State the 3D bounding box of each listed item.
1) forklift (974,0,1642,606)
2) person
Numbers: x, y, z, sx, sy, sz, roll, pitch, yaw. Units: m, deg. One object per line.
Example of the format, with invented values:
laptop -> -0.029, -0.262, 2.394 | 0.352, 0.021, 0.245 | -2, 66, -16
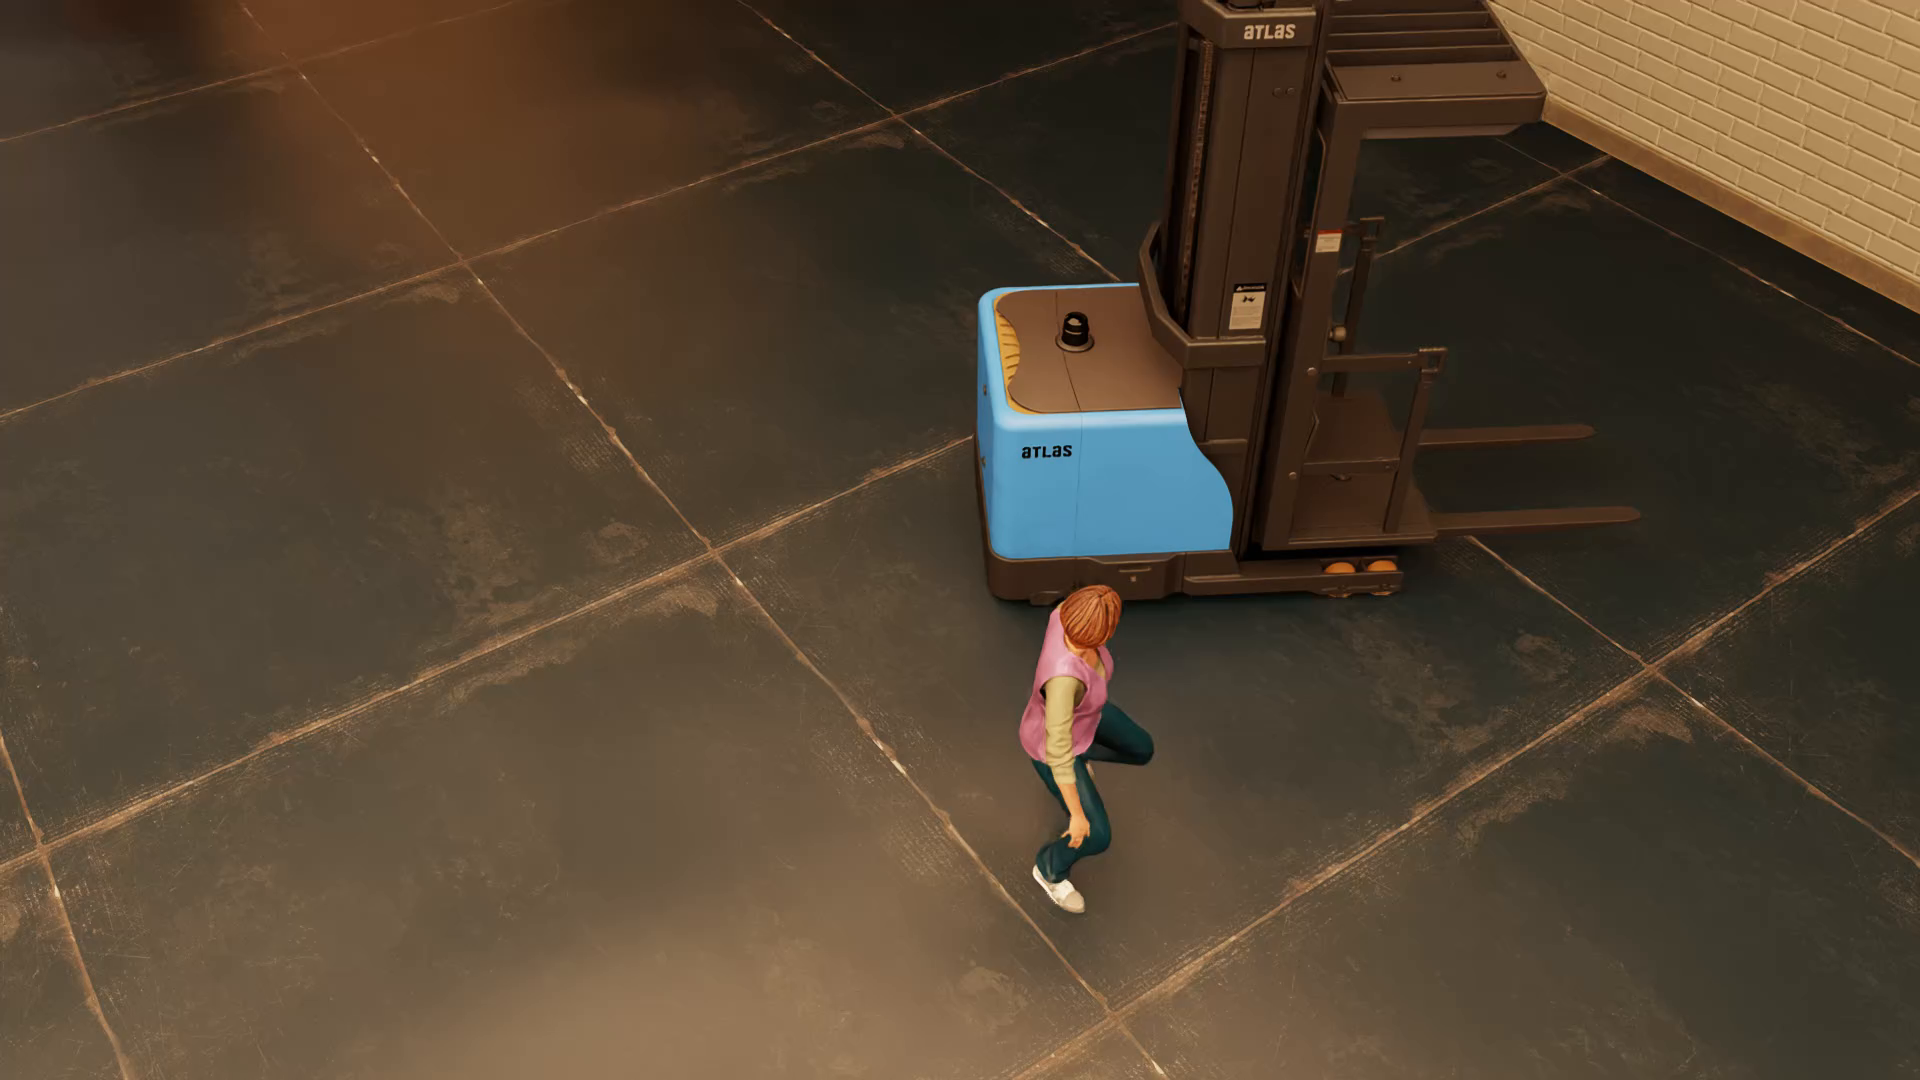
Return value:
forklift -> 1.610, -1.173, 6.988 | 3.031, 2.935, 1.130 | -3, 43, -3
person -> 0.435, 0.706, 6.053 | 0.456, 1.485, 0.845 | 17, 45, 17
